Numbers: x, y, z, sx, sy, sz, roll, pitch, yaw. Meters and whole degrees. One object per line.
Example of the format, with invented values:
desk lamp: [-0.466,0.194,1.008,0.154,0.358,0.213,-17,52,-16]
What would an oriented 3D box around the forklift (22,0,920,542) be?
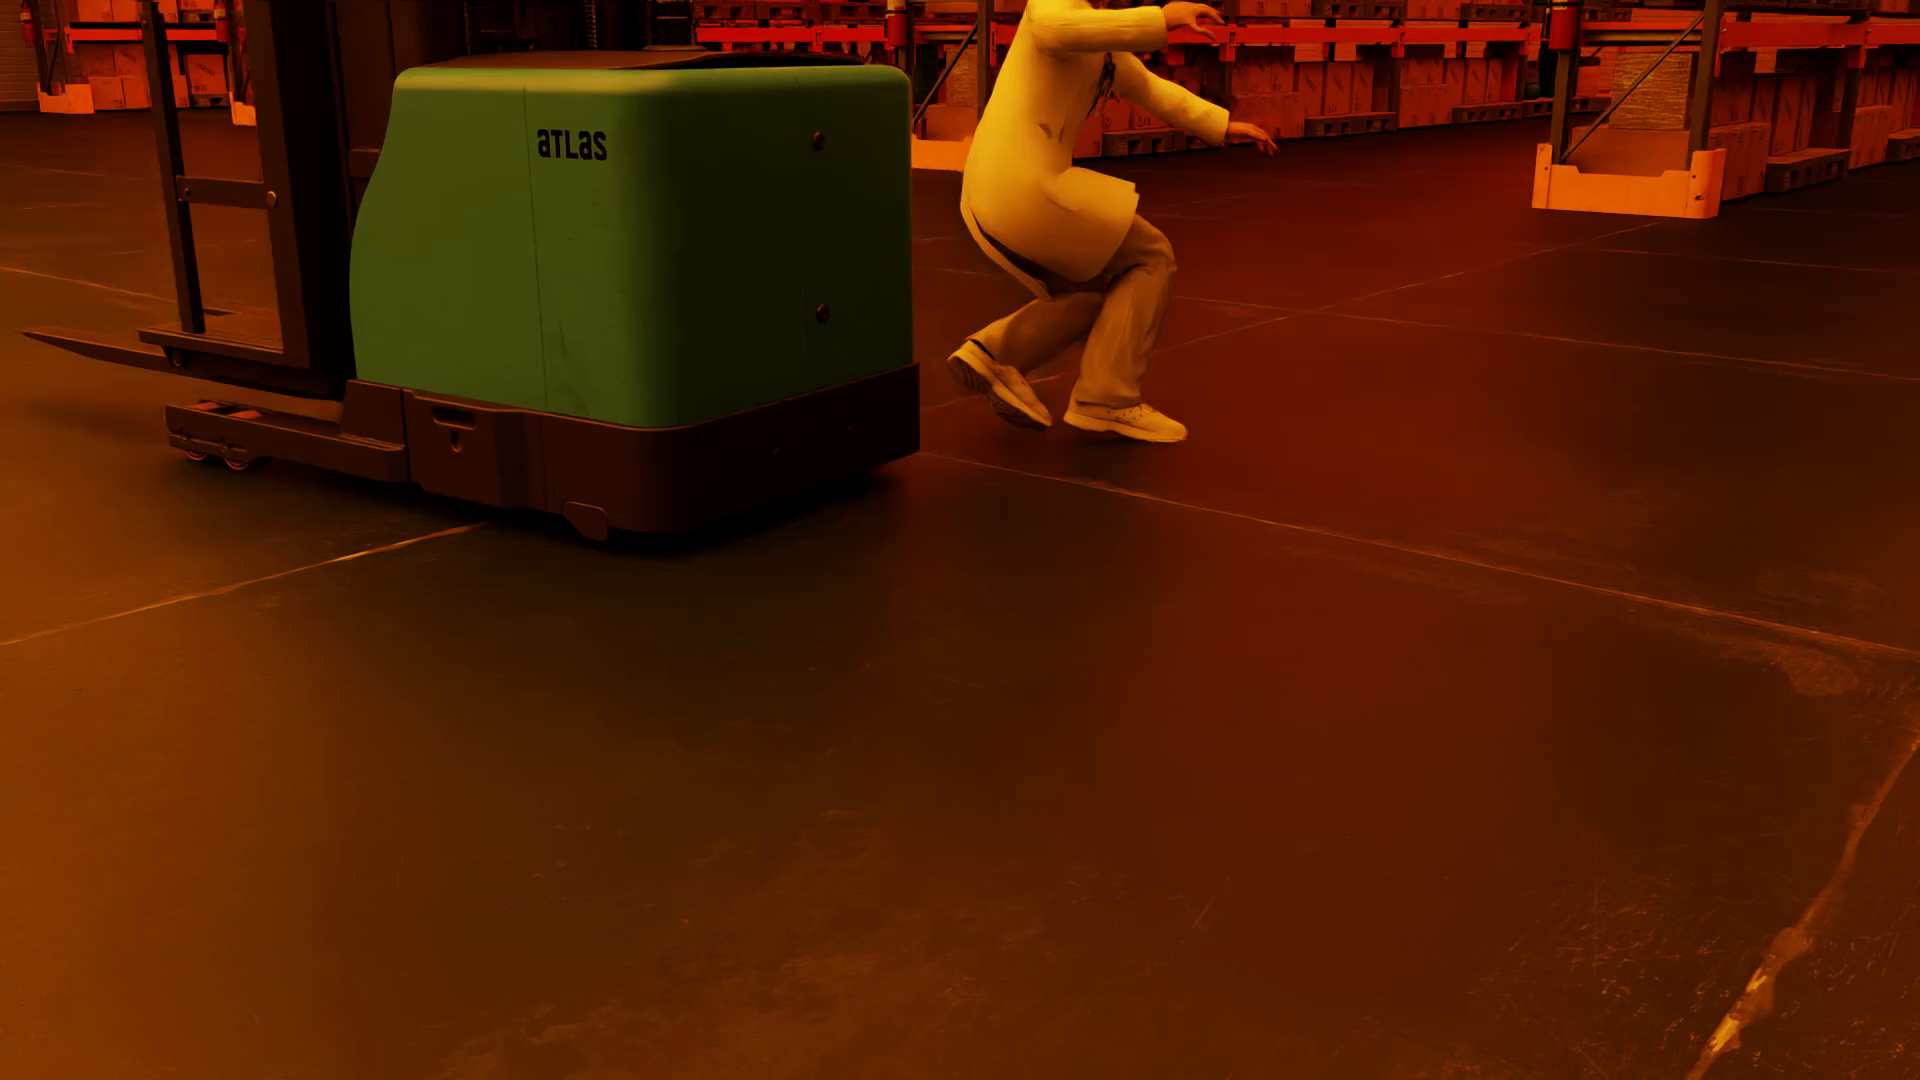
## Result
forklift: [-1.618,-1.707,4.520,3.031,2.935,1.130,11,20,32]

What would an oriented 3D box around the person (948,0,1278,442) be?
person: [0.503,-1.031,4.809,1.074,1.492,0.829,-4,17,-12]
